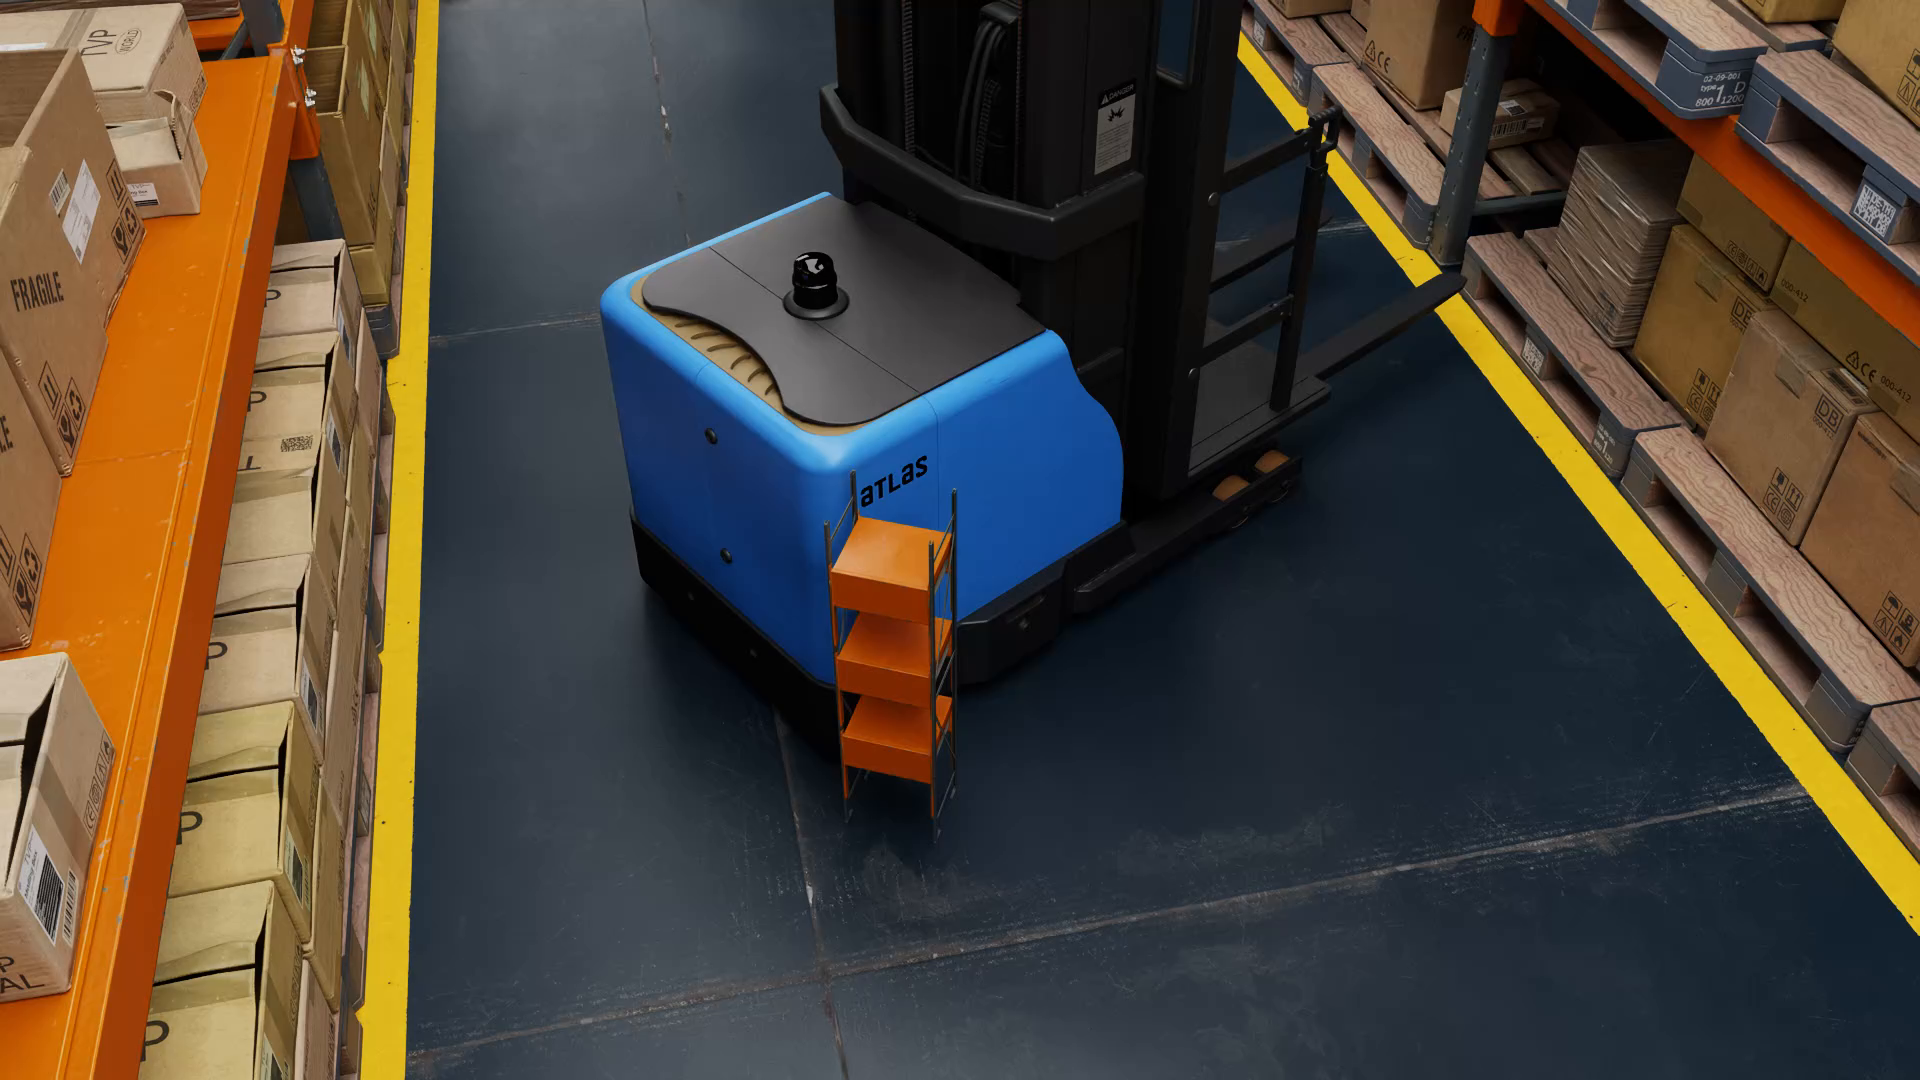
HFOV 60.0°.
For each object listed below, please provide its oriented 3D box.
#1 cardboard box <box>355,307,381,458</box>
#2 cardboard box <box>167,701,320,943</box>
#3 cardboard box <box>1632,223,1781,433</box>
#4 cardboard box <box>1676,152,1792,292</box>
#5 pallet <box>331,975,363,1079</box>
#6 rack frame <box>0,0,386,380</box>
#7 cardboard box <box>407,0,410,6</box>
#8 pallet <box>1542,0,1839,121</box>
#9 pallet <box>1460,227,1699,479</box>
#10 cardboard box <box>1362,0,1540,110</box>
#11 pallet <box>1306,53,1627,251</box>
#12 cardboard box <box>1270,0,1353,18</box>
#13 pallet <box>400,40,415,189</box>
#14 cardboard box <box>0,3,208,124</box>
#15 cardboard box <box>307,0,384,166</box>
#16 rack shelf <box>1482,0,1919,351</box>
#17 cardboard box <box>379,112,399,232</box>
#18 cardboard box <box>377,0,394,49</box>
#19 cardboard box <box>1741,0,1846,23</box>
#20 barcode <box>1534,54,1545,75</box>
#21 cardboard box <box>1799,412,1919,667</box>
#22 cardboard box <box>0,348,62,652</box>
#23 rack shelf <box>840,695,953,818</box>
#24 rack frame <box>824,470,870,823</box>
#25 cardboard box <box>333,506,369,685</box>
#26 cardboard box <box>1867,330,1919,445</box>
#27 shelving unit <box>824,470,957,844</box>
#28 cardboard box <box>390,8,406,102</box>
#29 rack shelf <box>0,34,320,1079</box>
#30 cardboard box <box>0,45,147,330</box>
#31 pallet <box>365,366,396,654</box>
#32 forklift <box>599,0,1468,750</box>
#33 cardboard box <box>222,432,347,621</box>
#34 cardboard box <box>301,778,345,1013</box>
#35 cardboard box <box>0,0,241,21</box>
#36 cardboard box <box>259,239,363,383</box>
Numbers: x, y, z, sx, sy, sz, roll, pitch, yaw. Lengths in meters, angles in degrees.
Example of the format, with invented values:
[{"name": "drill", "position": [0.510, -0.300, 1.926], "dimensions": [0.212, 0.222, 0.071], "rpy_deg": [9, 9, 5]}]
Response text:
[{"name": "cardboard box", "position": [-2.132, -0.473, 5.278], "dimensions": [0.500, 0.250, 0.500], "rpy_deg": [-9, 42, -10]}, {"name": "cardboard box", "position": [-1.697, 0.631, 3.612], "dimensions": [0.500, 0.311, 0.500], "rpy_deg": [-9, 42, -10]}, {"name": "cardboard box", "position": [2.667, -0.711, 5.343], "dimensions": [0.700, 0.500, 0.500], "rpy_deg": [-9, 42, -10]}, {"name": "cardboard box", "position": [2.605, -1.034, 5.142], "dimensions": [0.500, 0.250, 0.500], "rpy_deg": [-9, 42, -10]}, {"name": "pallet", "position": [-1.781, 1.525, 3.373], "dimensions": [1.003, 0.211, 1.213], "rpy_deg": [-8, 42, -9]}, {"name": "rack frame", "position": [-2.505, -1.572, 4.761], "dimensions": [1.000, 3.000, 0.127], "rpy_deg": [-8, 42, -9]}, {"name": "cardboard box", "position": [-2.844, -2.666, 7.748], "dimensions": [0.500, 0.250, 0.500], "rpy_deg": [-8, 42, -9]}, {"name": "pallet", "position": [2.354, -1.696, 5.045], "dimensions": [1.003, 0.211, 1.213], "rpy_deg": [-8, 42, -9]}, {"name": "pallet", "position": [2.501, -0.737, 5.921], "dimensions": [1.003, 0.211, 1.213], "rpy_deg": [-8, 42, -9]}, {"name": "cardboard box", "position": [2.068, -2.181, 6.999], "dimensions": [0.500, 0.500, 0.500], "rpy_deg": [-11, 43, -12]}, {"name": "pallet", "position": [2.152, -1.671, 6.974], "dimensions": [1.003, 0.211, 1.213], "rpy_deg": [-8, 42, -9]}, {"name": "cardboard box", "position": [1.762, -2.793, 7.688], "dimensions": [0.700, 0.500, 0.500], "rpy_deg": [-11, 43, -12]}, {"name": "pallet", "position": [-2.902, -1.843, 7.167], "dimensions": [1.003, 0.211, 1.213], "rpy_deg": [-8, 42, -9]}, {"name": "cardboard box", "position": [-2.356, -1.203, 4.458], "dimensions": [0.500, 0.250, 0.500], "rpy_deg": [-6, 42, -7]}, {"name": "cardboard box", "position": [-2.415, -1.649, 6.038], "dimensions": [0.500, 0.500, 0.500], "rpy_deg": [-8, 42, -9]}, {"name": "rack shelf", "position": [2.763, -0.718, 4.342], "dimensions": [1.077, 0.370, 4.000], "rpy_deg": [-8, 42, -9]}, {"name": "cardboard box", "position": [-2.412, -1.369, 6.288], "dimensions": [0.500, 0.250, 0.500], "rpy_deg": [-8, 42, -9]}, {"name": "cardboard box", "position": [-2.625, -2.298, 6.770], "dimensions": [0.500, 0.500, 0.500], "rpy_deg": [-8, 42, -9]}, {"name": "cardboard box", "position": [2.522, -1.788, 4.598], "dimensions": [0.700, 0.500, 0.500], "rpy_deg": [-4, 42, -5]}, {"name": "barcode", "position": [2.441, -2.003, 7.009], "dimensions": [0.001, 0.075, 0.075], "rpy_deg": [-8, 42, -9]}, {"name": "cardboard box", "position": [2.856, -0.049, 4.597], "dimensions": [0.700, 0.500, 0.500], "rpy_deg": [-9, 42, -10]}, {"name": "cardboard box", "position": [-2.019, -0.102, 3.030], "dimensions": [0.500, 0.500, 0.500], "rpy_deg": [-10, 43, -12]}, {"name": "rack shelf", "position": [-0.156, 0.532, 4.294], "dimensions": [0.240, 0.259, 0.215], "rpy_deg": [11, 43, 12]}, {"name": "rack frame", "position": [-0.273, 0.294, 4.128], "dimensions": [0.008, 1.050, 0.200], "rpy_deg": [11, 43, 12]}, {"name": "cardboard box", "position": [-1.914, 0.187, 4.535], "dimensions": [0.500, 0.250, 0.500], "rpy_deg": [-7, 42, -8]}, {"name": "cardboard box", "position": [2.811, -0.372, 4.396], "dimensions": [0.500, 0.250, 0.500], "rpy_deg": [-9, 42, -9]}, {"name": "shelving unit", "position": [-0.156, 0.316, 4.103], "dimensions": [0.252, 1.050, 0.215], "rpy_deg": [11, 43, 12]}, {"name": "cardboard box", "position": [-2.628, -2.017, 7.018], "dimensions": [0.500, 0.250, 0.500], "rpy_deg": [-8, 42, -9]}, {"name": "rack shelf", "position": [-2.073, -0.006, 3.539], "dimensions": [1.077, 0.370, 4.000], "rpy_deg": [-8, 42, -9]}, {"name": "cardboard box", "position": [-2.241, -0.767, 3.780], "dimensions": [0.500, 0.500, 0.500], "rpy_deg": [-6, 42, -6]}, {"name": "pallet", "position": [-2.307, -0.057, 5.155], "dimensions": [1.003, 0.211, 1.213], "rpy_deg": [-8, 42, -9]}, {"name": "forklift", "position": [0.468, -1.370, 4.585], "dimensions": [3.031, 2.935, 1.130], "rpy_deg": [-30, 50, -30]}, {"name": "cardboard box", "position": [-1.913, -0.029, 4.355], "dimensions": [0.500, 0.311, 0.500], "rpy_deg": [-8, 42, -9]}, {"name": "cardboard box", "position": [-1.695, 0.849, 3.789], "dimensions": [0.500, 0.250, 0.500], "rpy_deg": [-9, 42, -10]}, {"name": "cardboard box", "position": [-2.607, -1.896, 5.051], "dimensions": [0.700, 0.500, 0.500], "rpy_deg": [-9, 42, -10]}, {"name": "cardboard box", "position": [-2.137, -0.689, 5.099], "dimensions": [0.500, 0.311, 0.500], "rpy_deg": [-8, 42, -9]}]
